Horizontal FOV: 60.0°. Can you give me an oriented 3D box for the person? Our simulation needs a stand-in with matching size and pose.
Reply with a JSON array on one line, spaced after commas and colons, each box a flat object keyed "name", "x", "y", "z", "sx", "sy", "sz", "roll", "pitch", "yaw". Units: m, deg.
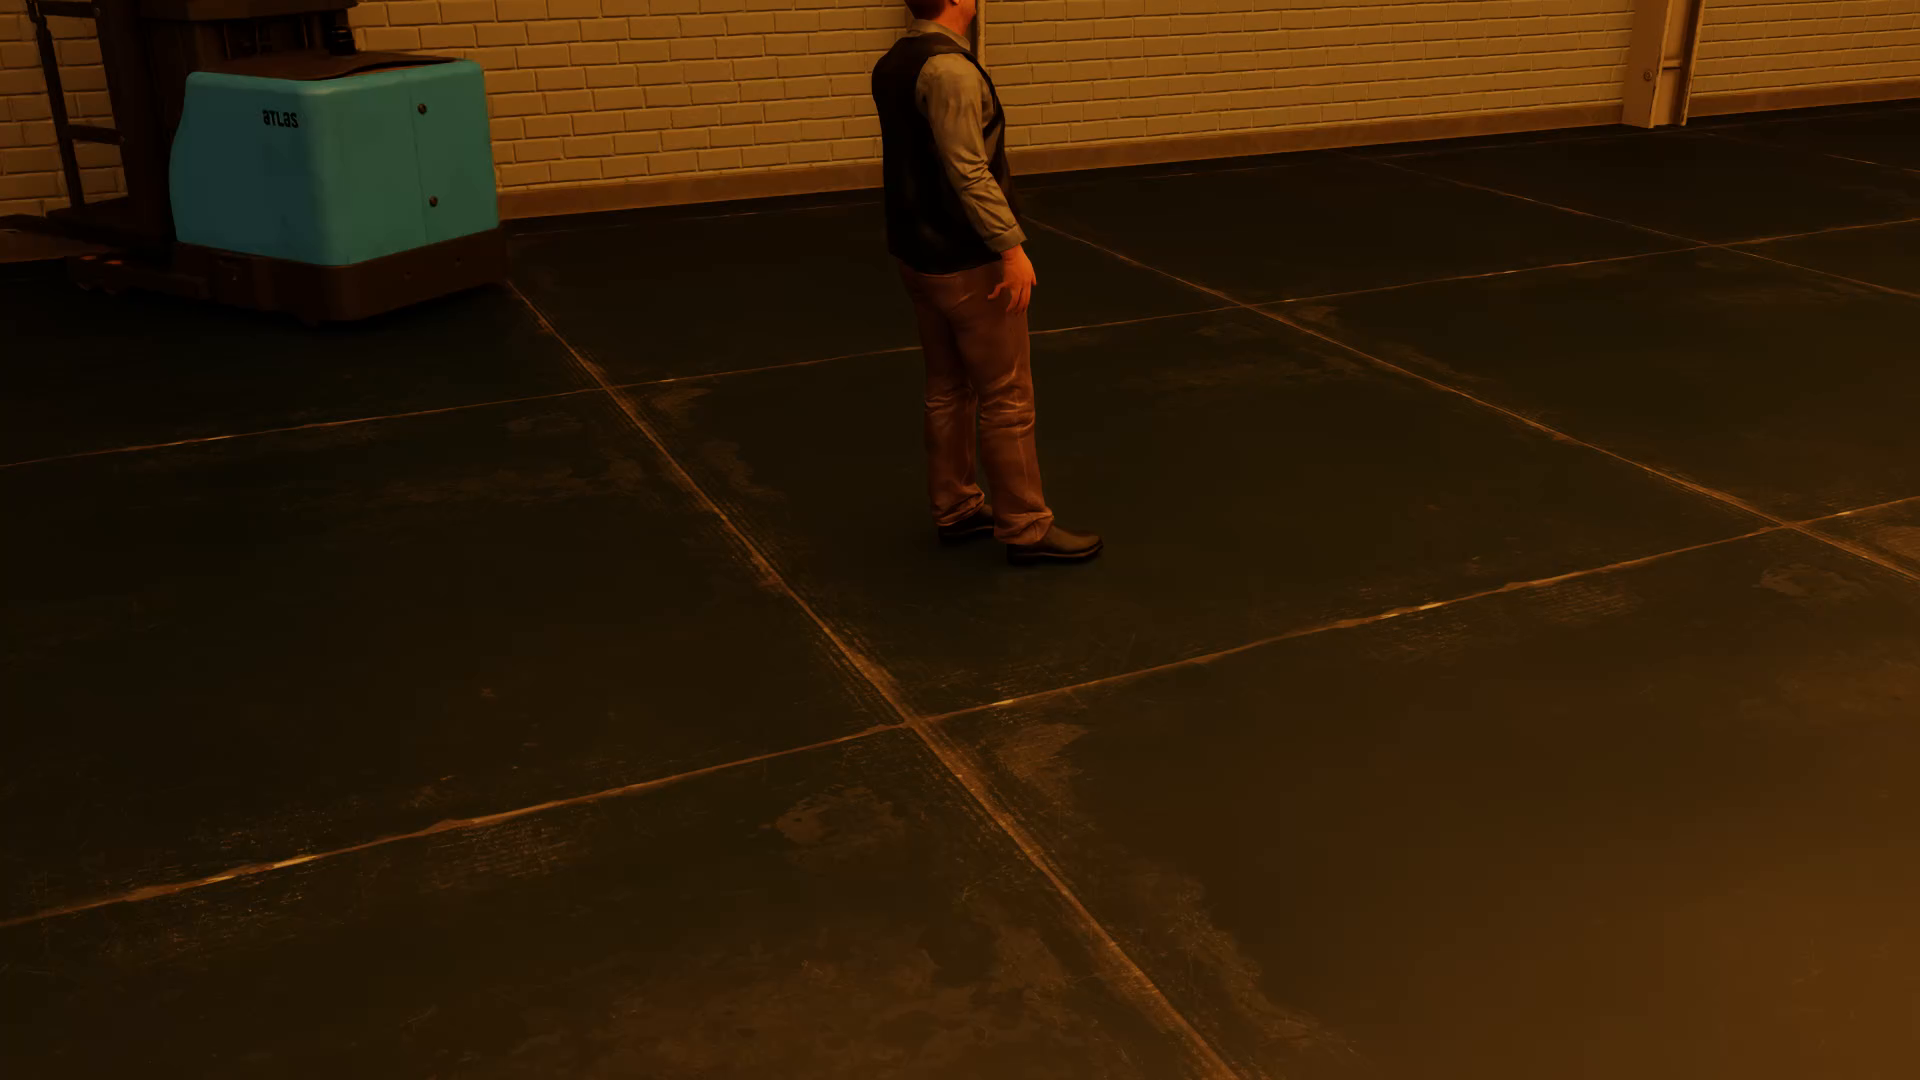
[{"name": "person", "x": 0.059, "y": -0.809, "z": 4.791, "sx": 0.568, "sy": 1.720, "sz": 0.632, "roll": -10, "pitch": 25, "yaw": -23}]

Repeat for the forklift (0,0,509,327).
[{"name": "forklift", "x": -3.696, "y": -2.679, "z": 7.736, "sx": 3.031, "sy": 2.935, "sz": 1.130, "roll": 12, "pitch": 26, "yaw": 27}]
